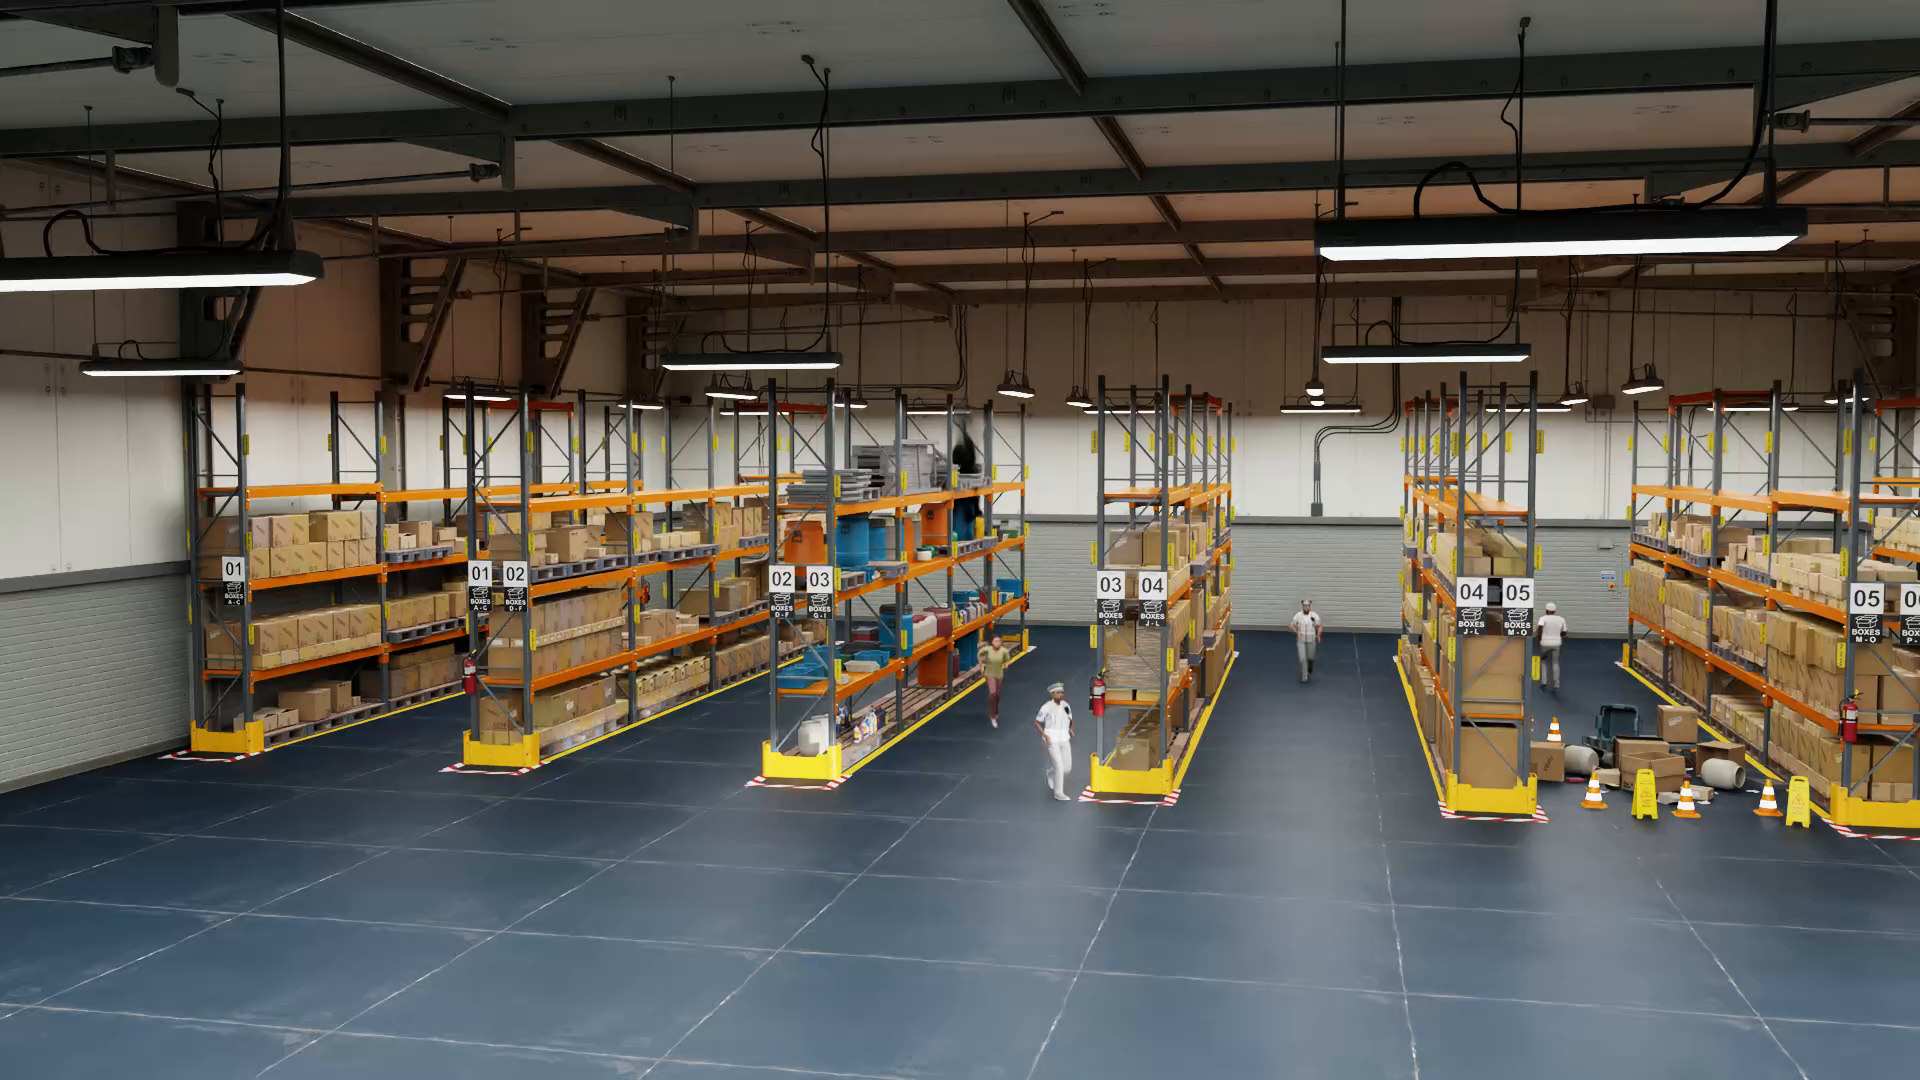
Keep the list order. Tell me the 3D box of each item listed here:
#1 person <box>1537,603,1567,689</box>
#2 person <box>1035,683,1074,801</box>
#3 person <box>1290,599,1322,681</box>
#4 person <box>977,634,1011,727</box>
[{"bbox_3d":[12.043,2.187,33.883,0.630,1.811,0.827,1,3,9],"label":"person"},{"bbox_3d":[1.348,2.827,23.493,0.571,1.659,0.646,-2,4,-27],"label":"person"},{"bbox_3d":[7.372,2.119,35.408,0.665,1.746,0.603,1,3,11],"label":"person"},{"bbox_3d":[0.613,2.491,29.910,0.596,1.657,0.862,-1,3,-9],"label":"person"}]
